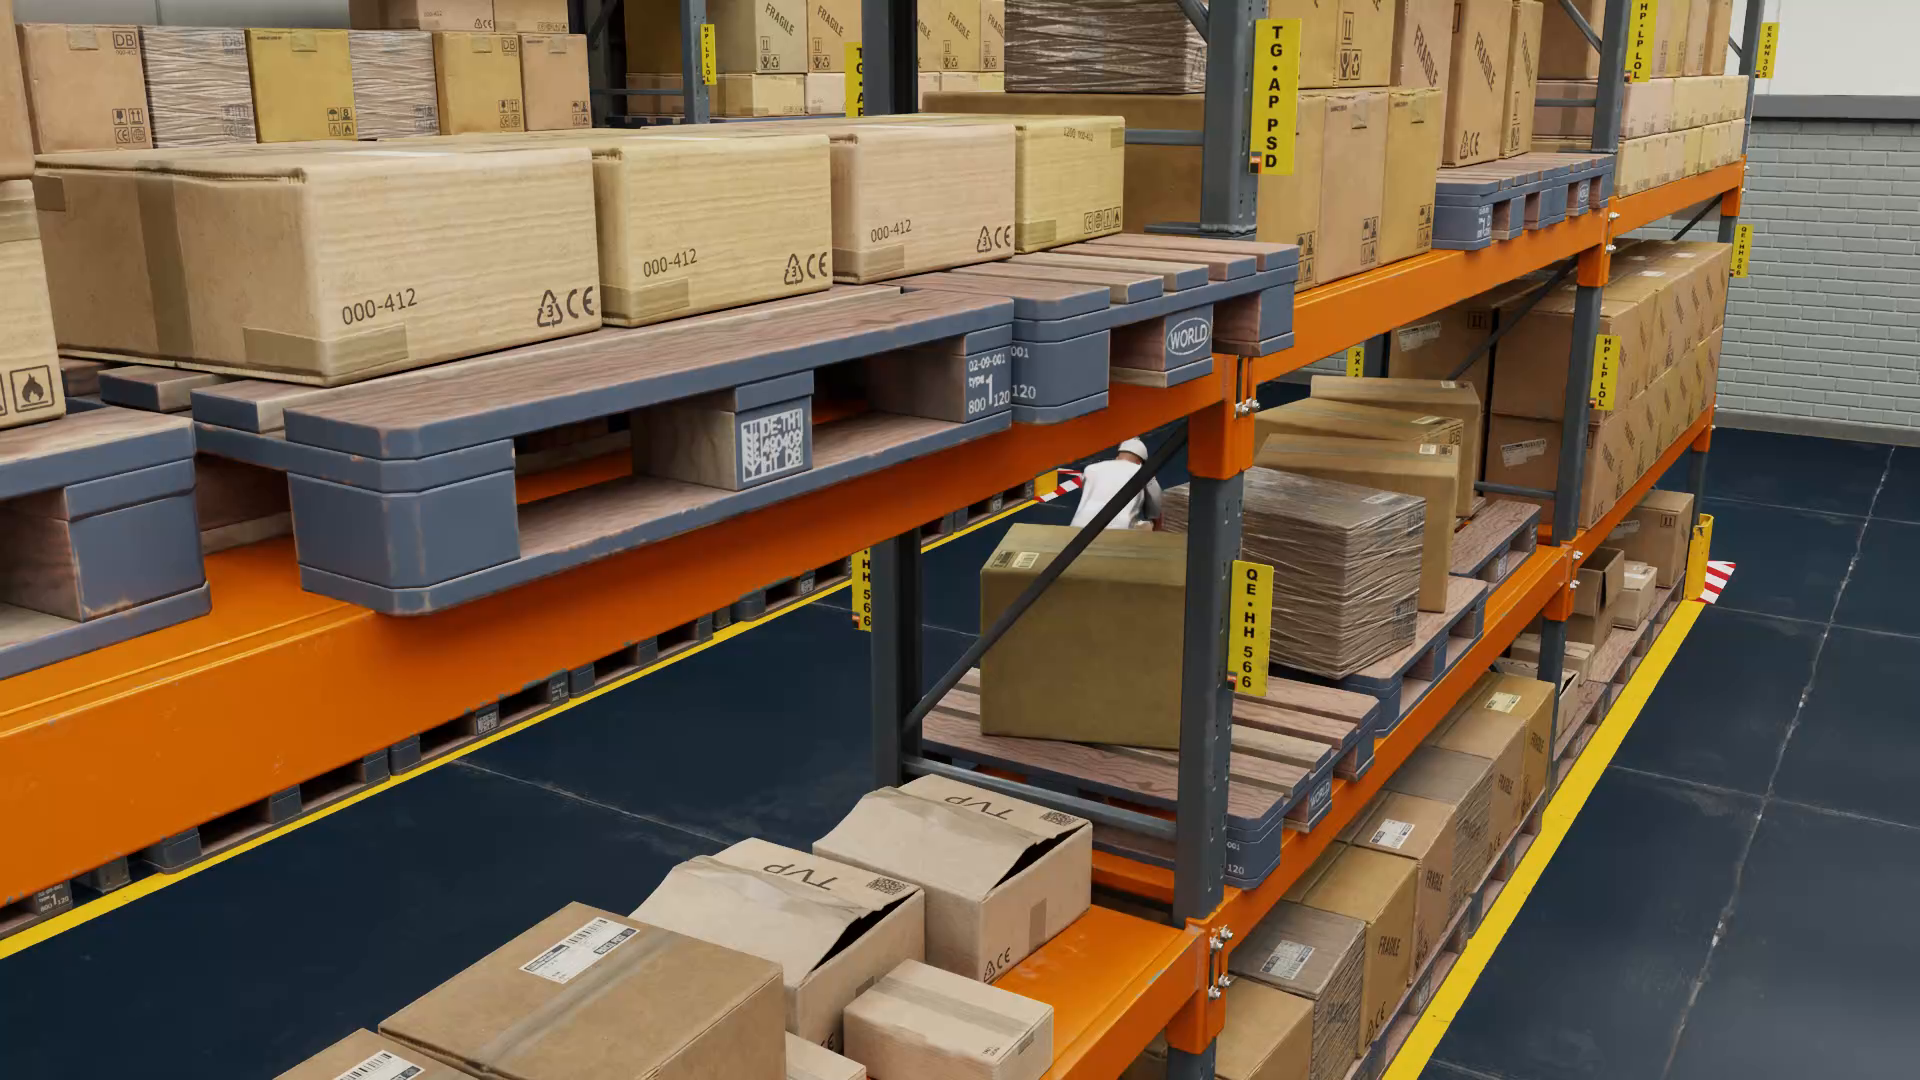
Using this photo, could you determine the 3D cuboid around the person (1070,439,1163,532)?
[{"bbox_3d":[0.990,-0.079,10.632,0.573,1.040,0.871,10,19,30],"label":"person"}]
